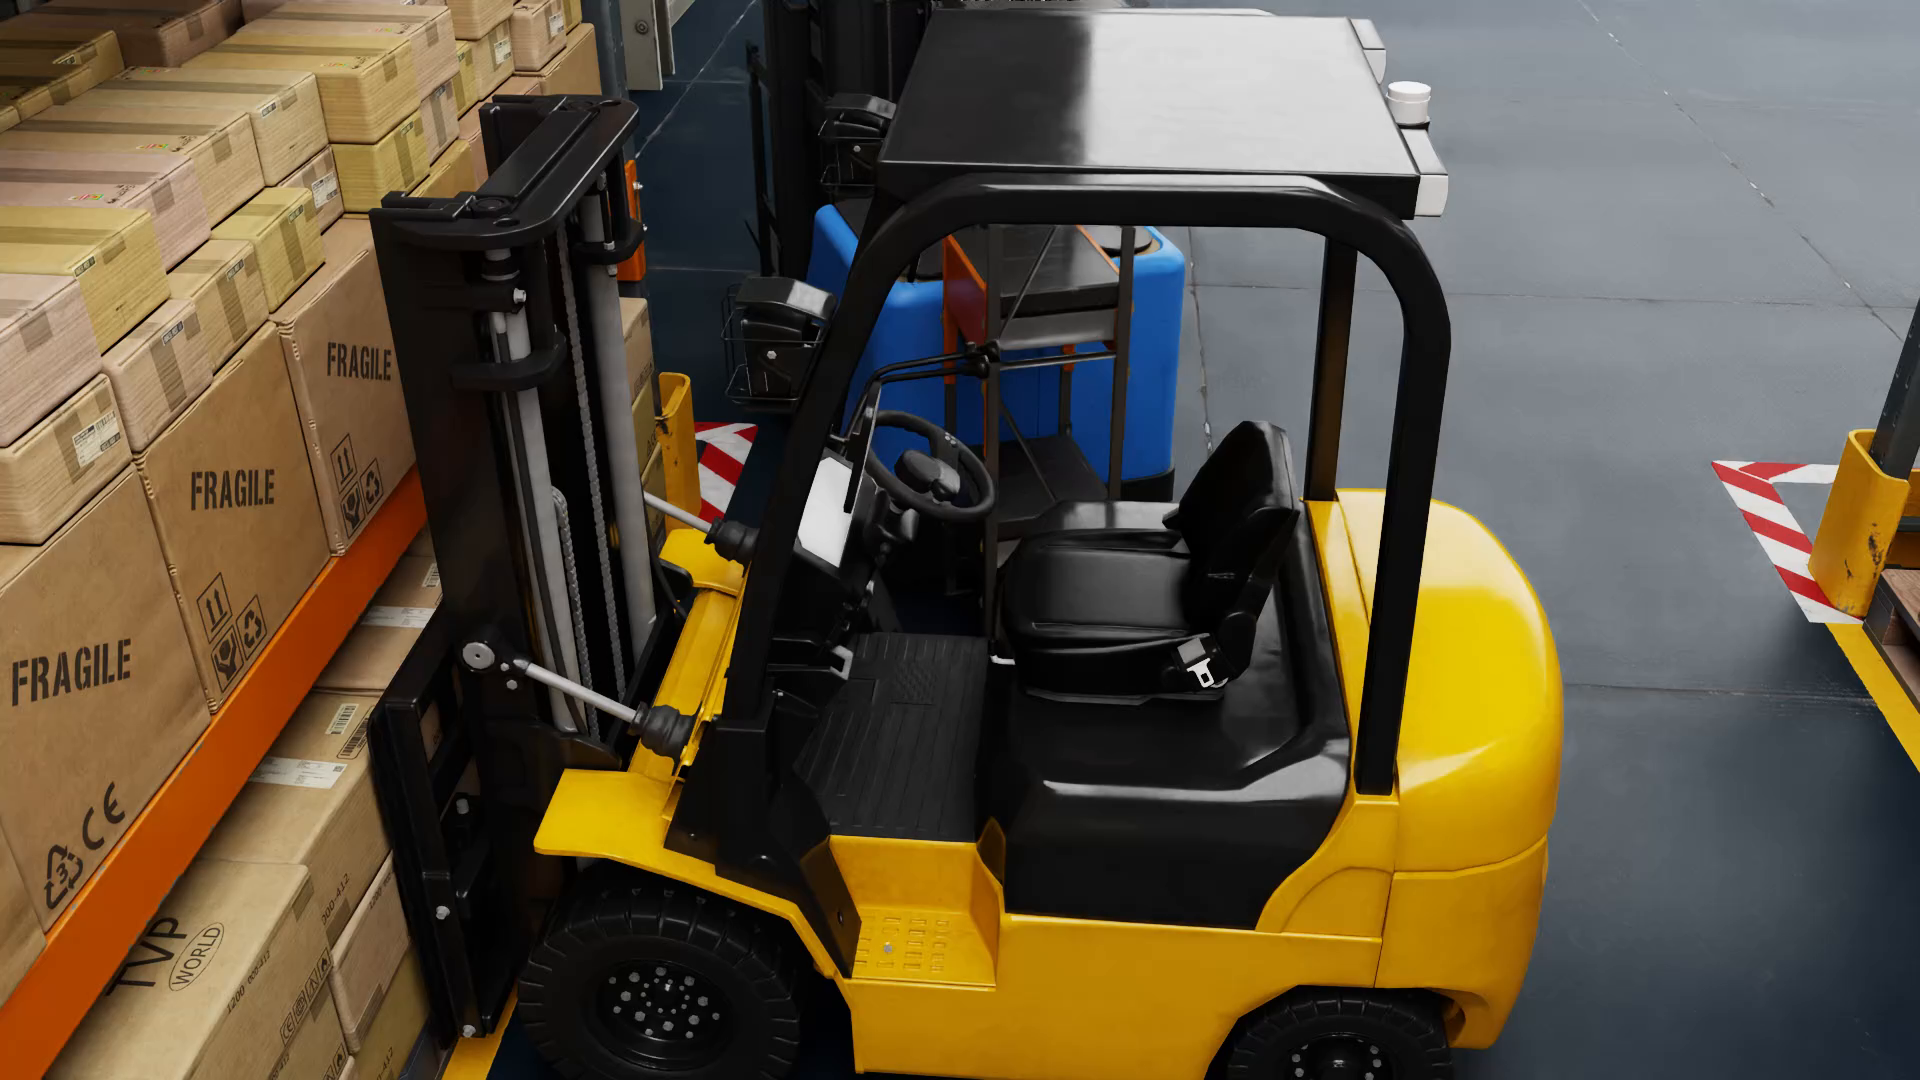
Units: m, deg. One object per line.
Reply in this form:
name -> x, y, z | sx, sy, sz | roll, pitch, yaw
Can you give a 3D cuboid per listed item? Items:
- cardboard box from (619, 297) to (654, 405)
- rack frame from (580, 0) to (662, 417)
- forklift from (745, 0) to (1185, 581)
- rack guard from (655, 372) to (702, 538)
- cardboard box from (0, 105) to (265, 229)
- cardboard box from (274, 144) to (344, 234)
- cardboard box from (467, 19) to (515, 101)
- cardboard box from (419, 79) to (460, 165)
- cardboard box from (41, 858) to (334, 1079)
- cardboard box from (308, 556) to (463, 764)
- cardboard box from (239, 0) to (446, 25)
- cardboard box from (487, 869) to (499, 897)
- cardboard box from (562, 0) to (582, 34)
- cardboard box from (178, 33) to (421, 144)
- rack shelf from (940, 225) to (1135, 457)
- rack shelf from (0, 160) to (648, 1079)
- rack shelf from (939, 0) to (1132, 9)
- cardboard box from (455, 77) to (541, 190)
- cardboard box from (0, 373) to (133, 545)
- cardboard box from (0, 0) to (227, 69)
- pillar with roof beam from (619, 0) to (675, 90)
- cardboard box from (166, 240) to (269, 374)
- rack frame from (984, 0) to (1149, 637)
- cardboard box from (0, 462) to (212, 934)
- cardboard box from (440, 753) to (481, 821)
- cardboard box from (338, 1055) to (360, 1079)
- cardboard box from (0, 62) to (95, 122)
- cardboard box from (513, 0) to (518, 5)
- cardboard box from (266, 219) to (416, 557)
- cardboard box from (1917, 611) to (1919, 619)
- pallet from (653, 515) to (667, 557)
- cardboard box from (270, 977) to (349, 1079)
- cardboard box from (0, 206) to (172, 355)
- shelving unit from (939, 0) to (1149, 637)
cardboard box -> -1.242, -0.527, 5.013 | 0.500, 0.250, 0.500 | 3, 32, 6
rack frame -> -1.516, -1.347, 5.076 | 1.000, 3.000, 0.127 | 2, 32, 4
forklift -> -0.216, -1.878, 6.004 | 1.130, 2.935, 3.031 | -10, 33, -15
rack guard -> -1.514, -0.295, 5.753 | 1.175, 0.500, 0.348 | 2, 32, 4
cardboard box -> -1.491, -0.663, 2.969 | 0.380, 0.149, 0.250 | 3, 32, 4
cardboard box -> -1.455, -0.674, 3.271 | 0.380, 0.149, 0.250 | 2, 32, 4
cardboard box -> -1.338, -1.204, 4.131 | 0.380, 0.149, 0.250 | 3, 32, 5
cardboard box -> -1.344, -0.934, 3.692 | 0.380, 0.149, 0.250 | 1, 32, 2
cardboard box -> -1.438, 0.804, 2.853 | 0.500, 0.250, 0.500 | 3, 32, 4
cardboard box -> -1.358, 0.270, 3.721 | 0.500, 0.250, 0.500 | 2, 32, 3
cardboard box -> -1.413, -1.201, 3.842 | 0.380, 0.149, 0.250 | 3, 32, 4
cardboard box -> -1.359, 0.698, 3.980 | 0.500, 0.250, 0.500 | 3, 32, 6
cardboard box -> -1.265, -1.472, 4.566 | 0.380, 0.149, 0.250 | 3, 32, 5
cardboard box -> -1.339, -0.924, 3.393 | 0.380, 0.149, 0.250 | 3, 32, 5
rack shelf -> 0.208, -0.599, 4.746 | 0.431, 0.518, 0.480 | -7, 32, -12
rack shelf -> -1.679, 0.005, 3.568 | 1.077, 0.370, 4.000 | 2, 32, 4
rack shelf -> 0.208, -1.195, 4.379 | 0.431, 0.518, 0.480 | -7, 32, -12
cardboard box -> -1.346, -0.850, 4.175 | 0.500, 0.500, 0.500 | 3, 32, 6
cardboard box -> -1.446, -0.128, 2.385 | 0.380, 0.149, 0.250 | 3, 32, 5
cardboard box -> -1.850, -1.084, 3.653 | 0.380, 0.149, 0.250 | 3, 32, 6
pillar with roof beam -> 2.309, -6.529, 7.767 | 9.100, 9.000, 0.400 | 2, 32, 4
cardboard box -> -1.420, -0.397, 2.822 | 0.380, 0.149, 0.250 | 1, 32, 2
rack frame -> 0.267, -0.486, 4.537 | 0.400, 2.100, 0.015 | -7, 32, -12
cardboard box -> -1.519, 0.208, 2.458 | 0.500, 0.500, 0.500 | 3, 32, 5
cardboard box -> -1.361, 0.494, 3.833 | 0.500, 0.250, 0.500 | 2, 32, 4
cardboard box -> -1.446, 1.232, 3.113 | 0.500, 0.250, 0.500 | 2, 32, 3
cardboard box -> -1.910, -0.818, 3.221 | 0.380, 0.149, 0.250 | 3, 32, 4
cardboard box -> -1.324, -1.466, 4.272 | 0.380, 0.149, 0.250 | 3, 32, 4
cardboard box -> -1.417, -0.319, 3.313 | 0.500, 0.500, 0.500 | 3, 32, 4
cardboard box -> 3.090, 0.265, 4.681 | 0.500, 0.250, 0.500 | 2, 32, 4
pallet -> -1.536, 0.242, 5.156 | 1.003, 0.211, 1.213 | 2, 32, 4
cardboard box -> -1.455, 1.021, 2.979 | 0.500, 0.250, 0.500 | 2, 32, 4
cardboard box -> -1.459, -0.396, 2.536 | 0.380, 0.149, 0.250 | 2, 32, 3
shelving unit -> 0.208, -0.610, 4.739 | 0.431, 2.100, 0.503 | -7, 32, -12
